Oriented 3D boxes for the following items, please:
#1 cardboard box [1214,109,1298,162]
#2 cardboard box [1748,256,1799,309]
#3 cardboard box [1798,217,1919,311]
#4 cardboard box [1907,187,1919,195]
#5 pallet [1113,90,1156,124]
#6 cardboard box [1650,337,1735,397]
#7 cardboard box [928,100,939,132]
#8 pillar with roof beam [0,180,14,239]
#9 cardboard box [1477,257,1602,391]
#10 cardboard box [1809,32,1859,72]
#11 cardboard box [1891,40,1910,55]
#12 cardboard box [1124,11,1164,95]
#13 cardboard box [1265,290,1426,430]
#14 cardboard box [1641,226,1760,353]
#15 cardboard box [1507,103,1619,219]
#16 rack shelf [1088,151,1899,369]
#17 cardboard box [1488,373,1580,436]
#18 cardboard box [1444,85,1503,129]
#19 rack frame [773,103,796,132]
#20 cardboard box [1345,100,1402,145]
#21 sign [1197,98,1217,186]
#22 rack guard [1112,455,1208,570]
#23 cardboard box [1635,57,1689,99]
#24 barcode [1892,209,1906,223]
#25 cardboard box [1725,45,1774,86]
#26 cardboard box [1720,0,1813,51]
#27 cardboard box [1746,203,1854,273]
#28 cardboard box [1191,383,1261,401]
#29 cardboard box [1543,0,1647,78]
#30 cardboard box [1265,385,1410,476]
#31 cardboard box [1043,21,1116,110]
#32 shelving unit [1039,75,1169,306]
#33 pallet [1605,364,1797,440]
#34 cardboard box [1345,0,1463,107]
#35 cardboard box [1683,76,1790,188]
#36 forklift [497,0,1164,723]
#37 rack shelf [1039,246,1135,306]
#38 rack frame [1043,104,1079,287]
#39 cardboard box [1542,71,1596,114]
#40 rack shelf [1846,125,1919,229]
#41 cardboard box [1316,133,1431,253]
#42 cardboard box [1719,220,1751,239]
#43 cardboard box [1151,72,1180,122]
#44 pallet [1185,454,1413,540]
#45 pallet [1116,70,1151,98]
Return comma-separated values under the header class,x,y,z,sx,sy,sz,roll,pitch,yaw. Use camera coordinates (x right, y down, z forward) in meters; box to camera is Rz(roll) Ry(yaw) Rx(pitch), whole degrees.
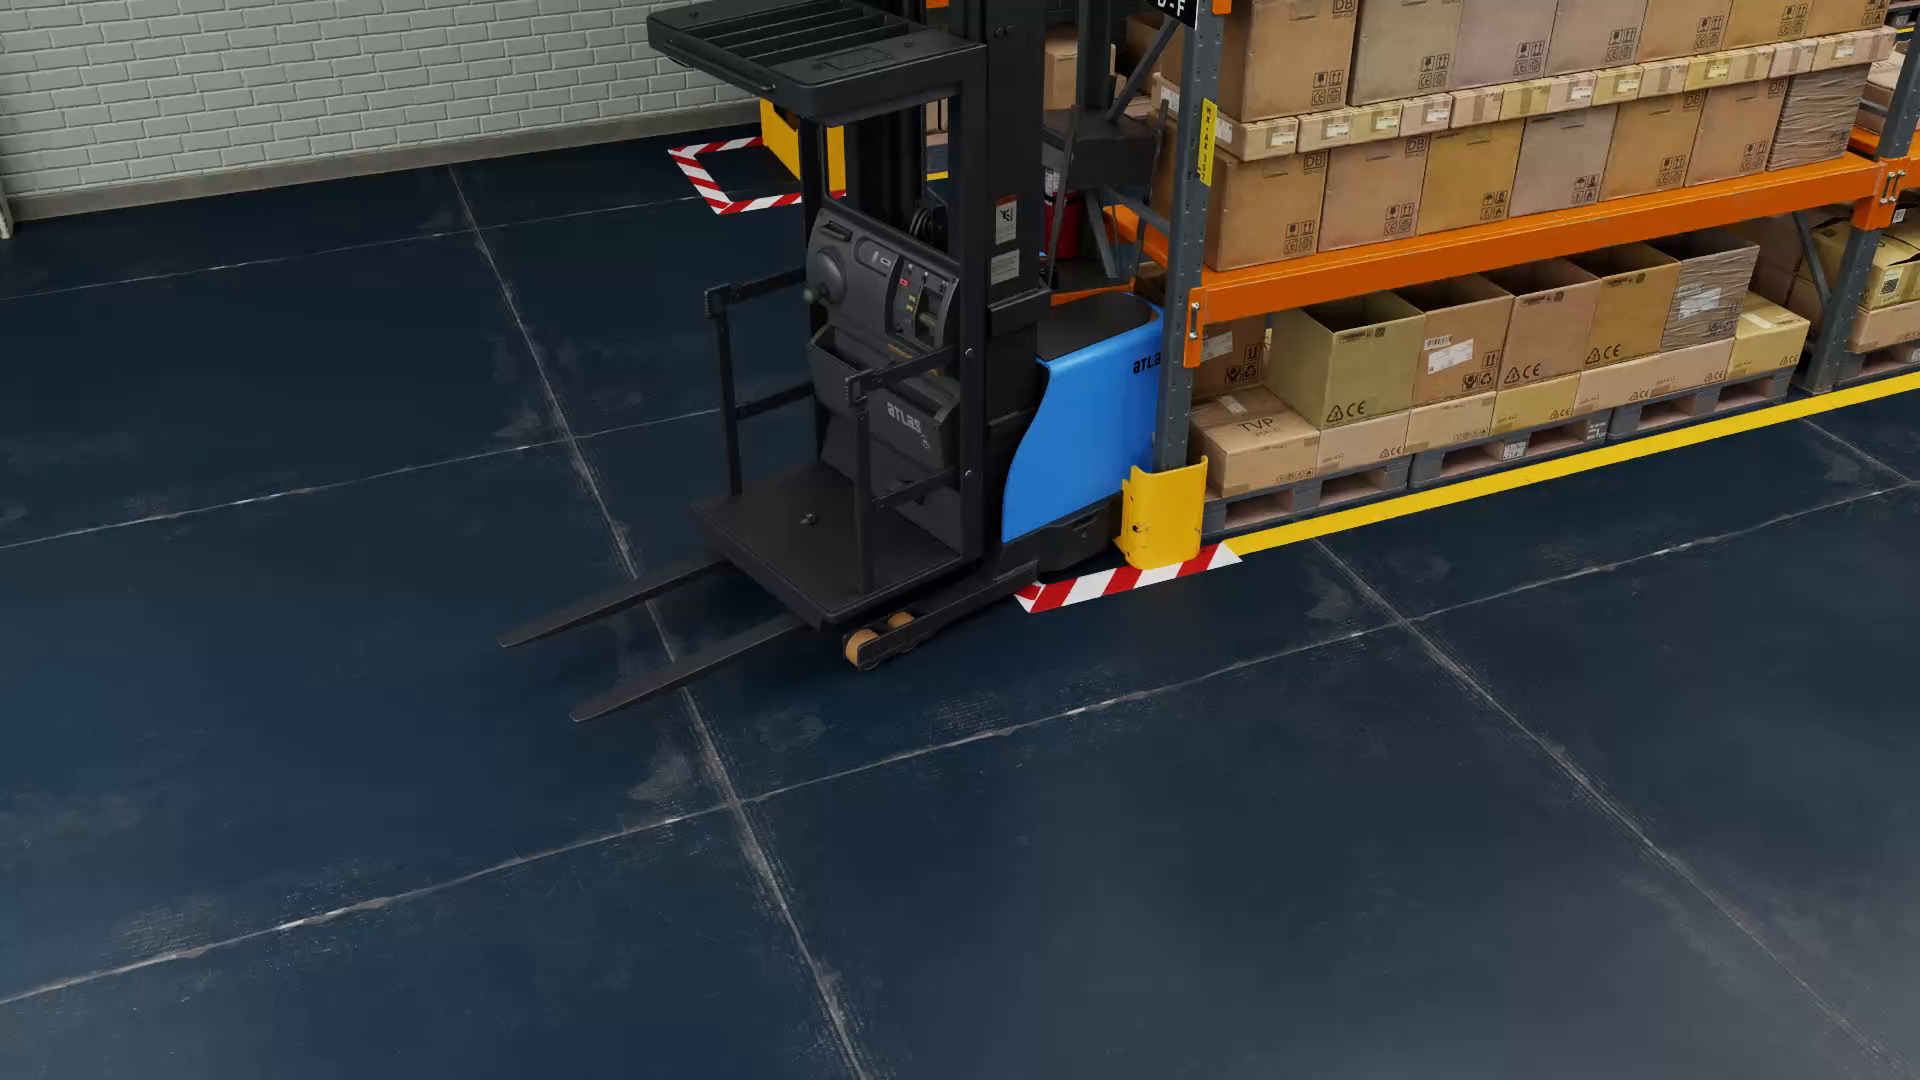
class,x,y,z,sx,sy,sz,roll,pitch,yaw
cardboard box,1.206,-1.733,6.977,0.250,0.149,0.380,-13,35,-19
cardboard box,4.719,-1.546,9.512,0.500,0.250,0.500,-13,35,-19
cardboard box,4.926,-1.510,8.943,0.500,0.311,0.500,-13,35,-19
cardboard box,5.649,-1.995,9.688,0.500,0.311,0.500,-13,35,-19
pallet,0.795,-3.192,12.462,1.213,0.211,1.003,-13,35,-19
cardboard box,3.641,-1.005,8.680,0.500,0.250,0.500,-13,35,-19
cardboard box,-0.488,-3.093,11.816,0.500,0.311,0.500,-17,37,-24
pillar with roof beam,-4.716,-3.601,5.033,0.400,9.000,9.100,-13,35,-19
cardboard box,2.725,-1.100,8.138,0.500,0.500,0.500,-13,35,-19
cardboard box,4.052,-2.387,7.982,0.250,0.149,0.380,-14,35,-20
cardboard box,5.188,-2.511,8.982,0.258,0.266,0.396,-14,35,-20
cardboard box,1.586,-3.677,12.540,0.500,0.500,0.500,-16,36,-22
cardboard box,1.801,-0.891,7.817,0.500,0.500,0.500,-13,35,-19
cardboard box,3.640,-1.320,8.477,0.500,0.500,0.500,-13,35,-19
cardboard box,2.622,-1.907,7.839,0.500,0.500,0.700,-12,35,-18
rack shelf,2.605,-1.566,8.066,4.000,0.370,1.077,-13,35,-19
cardboard box,2.725,-0.786,8.343,0.500,0.250,0.500,-13,35,-19
cardboard box,2.157,-1.952,7.314,0.250,0.149,0.380,-14,36,-21
rack frame,-1.161,-3.935,11.048,0.127,3.000,1.000,-13,35,-19
cardboard box,1.679,-1.843,7.145,0.250,0.149,0.380,-13,35,-19
sign,0.970,-1.561,6.532,0.005,0.325,0.100,-13,35,-19
rack guard,0.738,-0.392,7.894,0.348,0.500,1.175,-13,35,-19
cardboard box,3.110,-2.171,7.650,0.250,0.149,0.380,-12,35,-18
barcode,4.845,-1.673,8.579,0.075,0.075,0.001,-13,35,-19
cardboard box,3.570,-2.275,7.809,0.250,0.149,0.380,-13,35,-19
cardboard box,3.577,-2.671,7.824,0.500,0.500,0.700,-13,35,-19
cardboard box,4.711,-1.778,9.354,0.500,0.311,0.500,-13,35,-19
cardboard box,1.141,-0.730,8.258,0.500,0.250,0.500,-13,35,-19
cardboard box,2.654,-2.461,7.500,0.500,0.500,0.700,-13,35,-19
cardboard box,1.801,-0.577,8.023,0.500,0.250,0.500,-13,35,-19
cardboard box,0.734,-3.423,12.149,0.500,0.500,0.700,-15,36,-22
shelving unit,0.450,-1.020,7.627,0.503,2.100,0.431,-13,36,-32
pallet,3.699,-0.974,9.053,1.213,0.211,1.003,-13,35,-19
cardboard box,1.728,-2.248,7.173,0.500,0.500,0.700,-14,36,-20
cardboard box,3.558,-2.120,8.166,0.500,0.500,0.700,-13,35,-19
forklift,-0.485,-1.014,6.622,3.031,2.935,1.130,-24,40,-32
rack shelf,0.448,-1.009,7.634,0.480,0.518,0.431,-13,36,-32
rack frame,0.247,-0.975,7.499,0.015,2.100,0.400,-13,36,-32
cardboard box,2.623,-2.058,7.475,0.250,0.149,0.380,-13,35,-18
rack shelf,6.293,-2.410,9.364,4.000,0.370,1.077,-13,35,-19
cardboard box,1.678,-1.692,7.509,0.500,0.500,0.700,-12,35,-18
cardboard box,3.900,-1.687,9.041,0.500,0.500,0.500,-13,35,-19
cardboard box,1.039,-1.935,7.288,0.250,0.149,0.380,-13,35,-20
pallet,1.450,-0.459,8.262,1.213,0.211,1.003,-13,35,-19
pallet,1.922,-3.451,12.861,1.213,0.211,1.003,-13,35,-19
